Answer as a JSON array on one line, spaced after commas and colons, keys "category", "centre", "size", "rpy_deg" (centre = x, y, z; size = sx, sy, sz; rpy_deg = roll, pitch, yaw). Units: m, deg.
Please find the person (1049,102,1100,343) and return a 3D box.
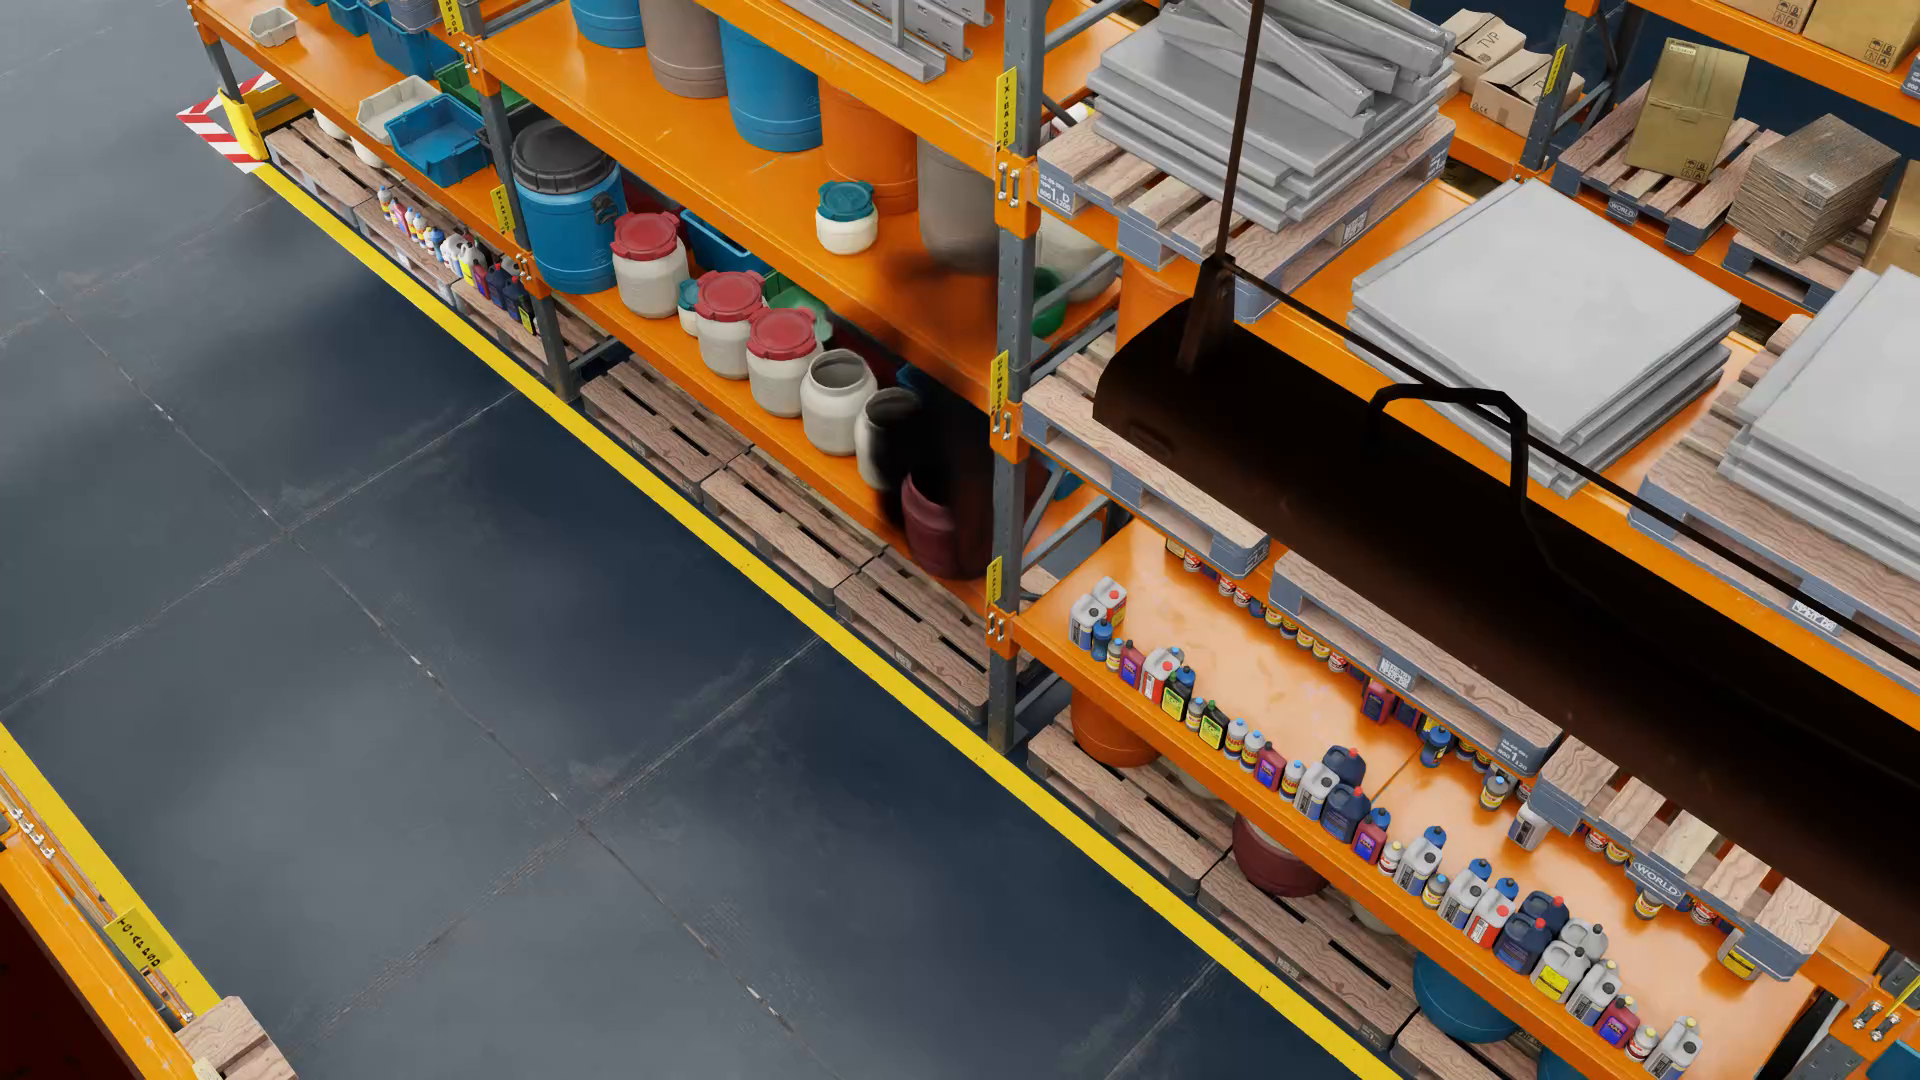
[{"category": "person", "centre": [0.625, -2.027, 10.544], "size": [0.770, 1.843, 0.633], "rpy_deg": [26, 55, 20]}]
